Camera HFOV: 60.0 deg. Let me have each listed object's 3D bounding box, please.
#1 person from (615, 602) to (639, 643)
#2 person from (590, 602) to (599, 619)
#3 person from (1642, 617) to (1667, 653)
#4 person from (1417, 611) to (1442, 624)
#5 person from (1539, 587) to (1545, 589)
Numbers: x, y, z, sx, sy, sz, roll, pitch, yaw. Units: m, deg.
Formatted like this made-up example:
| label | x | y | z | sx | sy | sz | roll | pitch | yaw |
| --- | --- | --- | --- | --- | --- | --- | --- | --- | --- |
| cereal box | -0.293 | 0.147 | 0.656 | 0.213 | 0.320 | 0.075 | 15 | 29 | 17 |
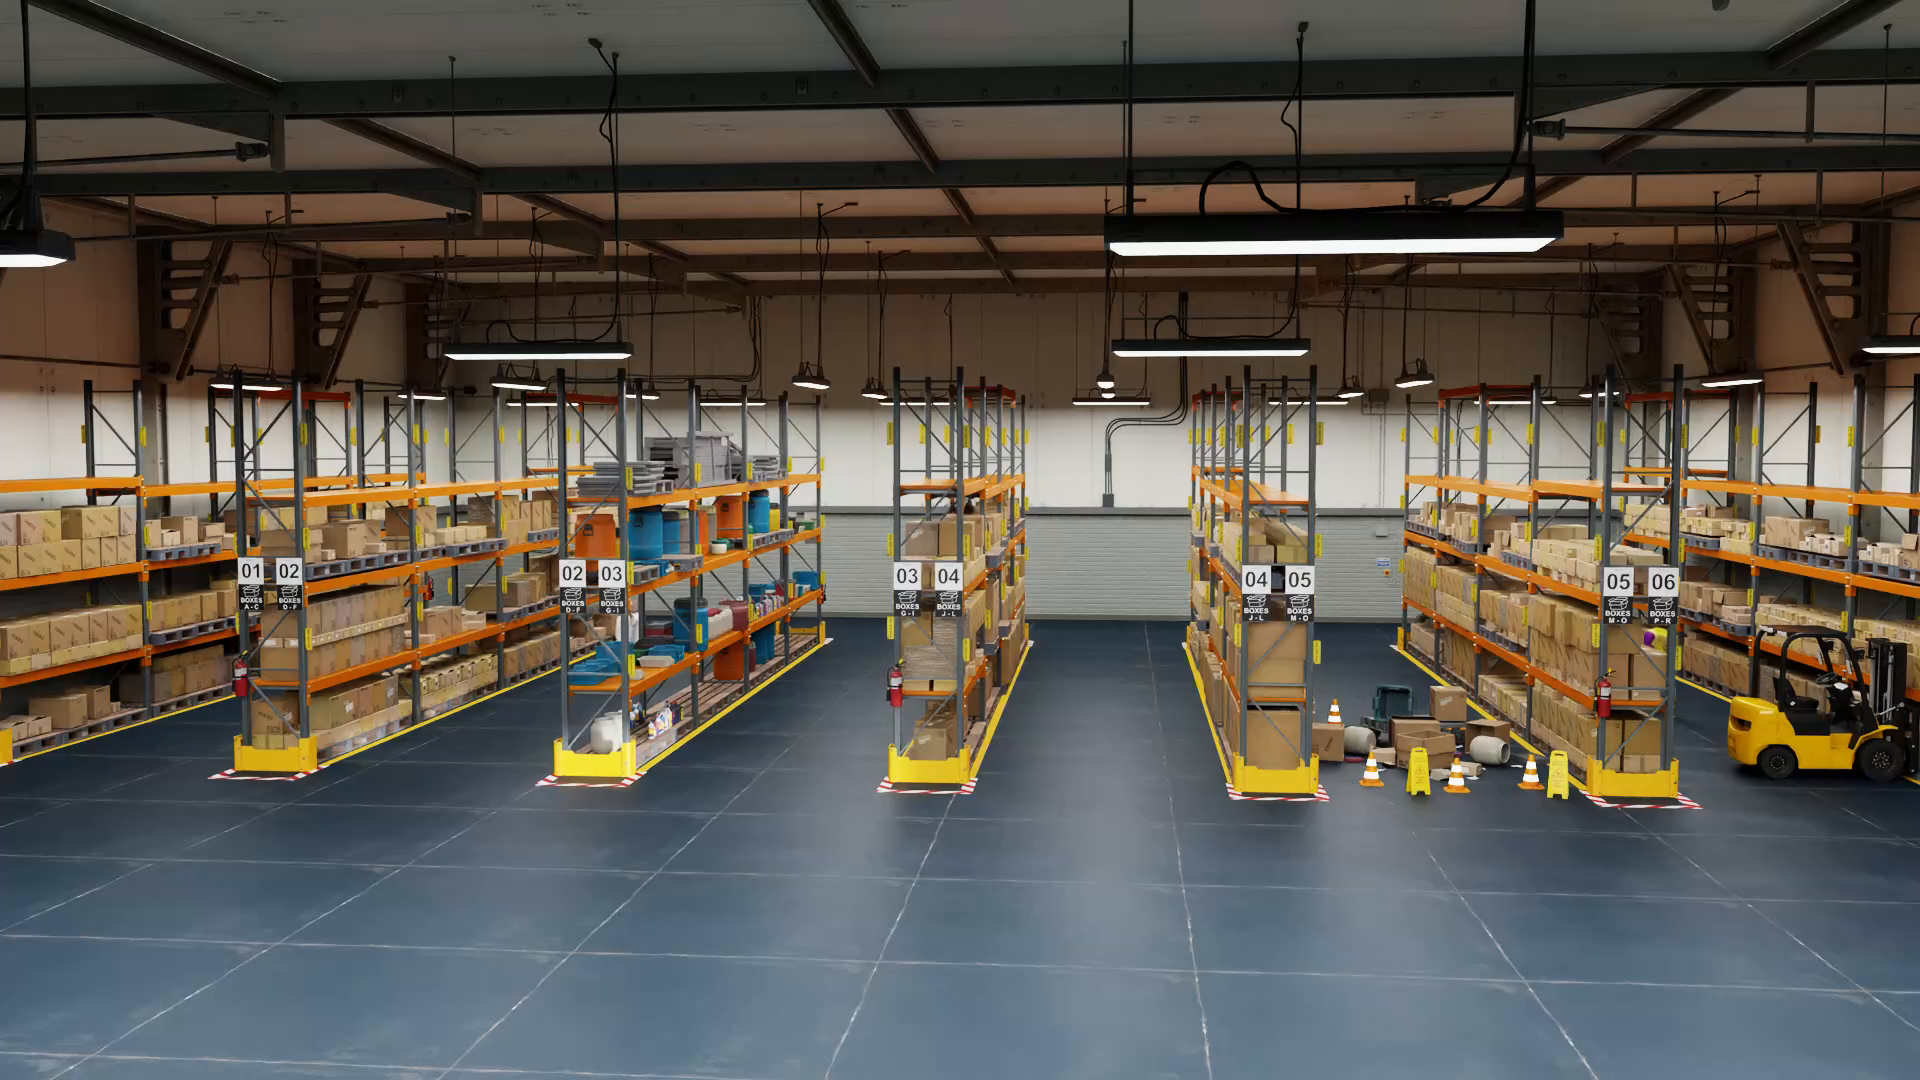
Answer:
| label | x | y | z | sx | sy | sz | roll | pitch | yaw |
| --- | --- | --- | --- | --- | --- | --- | --- | --- | --- |
| person | -6.478 | 2.178 | 32.718 | 0.625 | 1.791 | 0.471 | -2 | 4 | -24 |
| person | -9.134 | 1.535 | 42.187 | 0.751 | 1.663 | 0.652 | -1 | 4 | -11 |
| person | 12.669 | 2.227 | 30.461 | 0.628 | 1.799 | 0.692 | 0 | 4 | -4 |
| person | 11.487 | 1.621 | 40.492 | 1.089 | 1.733 | 0.675 | 0 | 4 | 3 |
| person | 12.418 | 1.899 | 35.677 | 0.446 | 1.793 | 0.605 | 2 | 4 | 25 |
